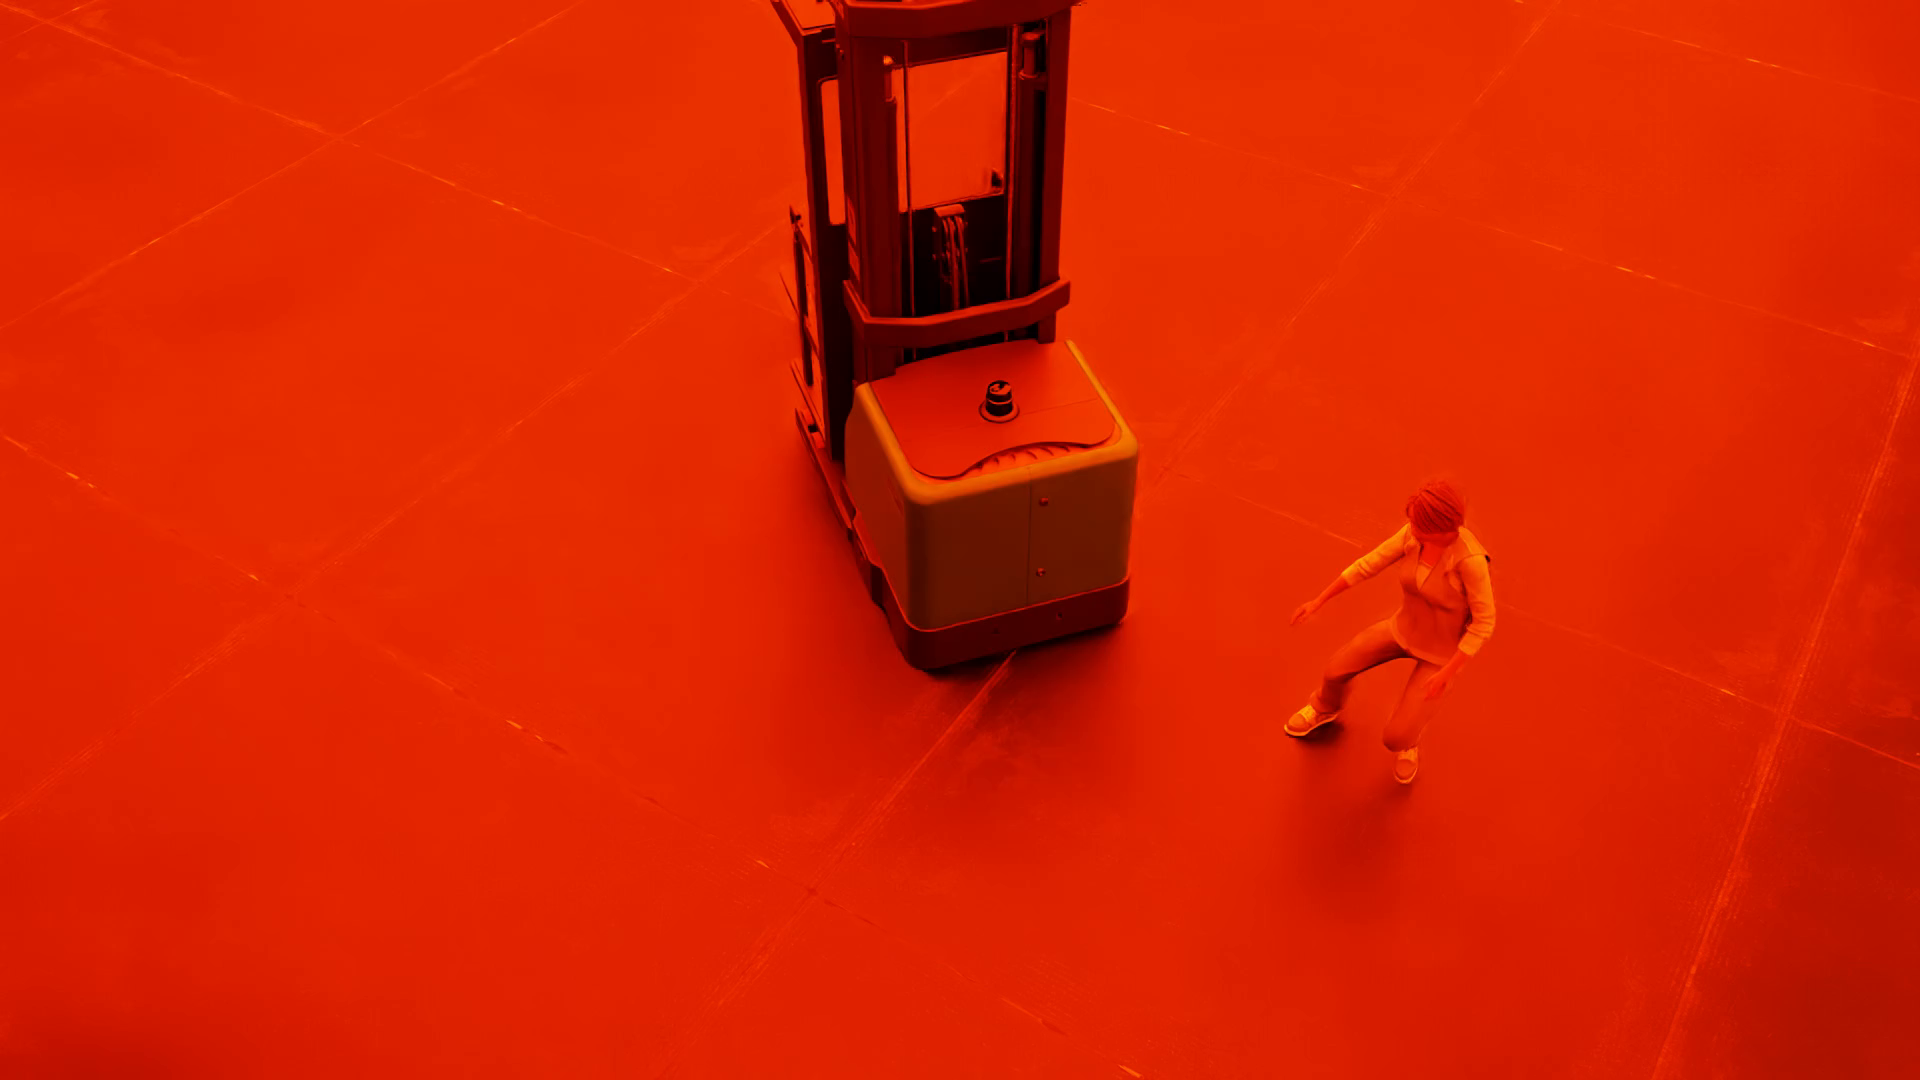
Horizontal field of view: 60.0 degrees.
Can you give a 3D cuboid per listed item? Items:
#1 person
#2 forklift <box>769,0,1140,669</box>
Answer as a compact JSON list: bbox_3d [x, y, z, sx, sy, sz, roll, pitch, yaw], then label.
[{"bbox_3d":[1.701,0.391,6.493,0.547,1.466,0.662,-24,48,-23],"label":"person"},{"bbox_3d":[-0.198,-1.529,7.461,1.130,2.935,3.031,-13,45,-14],"label":"forklift"}]
